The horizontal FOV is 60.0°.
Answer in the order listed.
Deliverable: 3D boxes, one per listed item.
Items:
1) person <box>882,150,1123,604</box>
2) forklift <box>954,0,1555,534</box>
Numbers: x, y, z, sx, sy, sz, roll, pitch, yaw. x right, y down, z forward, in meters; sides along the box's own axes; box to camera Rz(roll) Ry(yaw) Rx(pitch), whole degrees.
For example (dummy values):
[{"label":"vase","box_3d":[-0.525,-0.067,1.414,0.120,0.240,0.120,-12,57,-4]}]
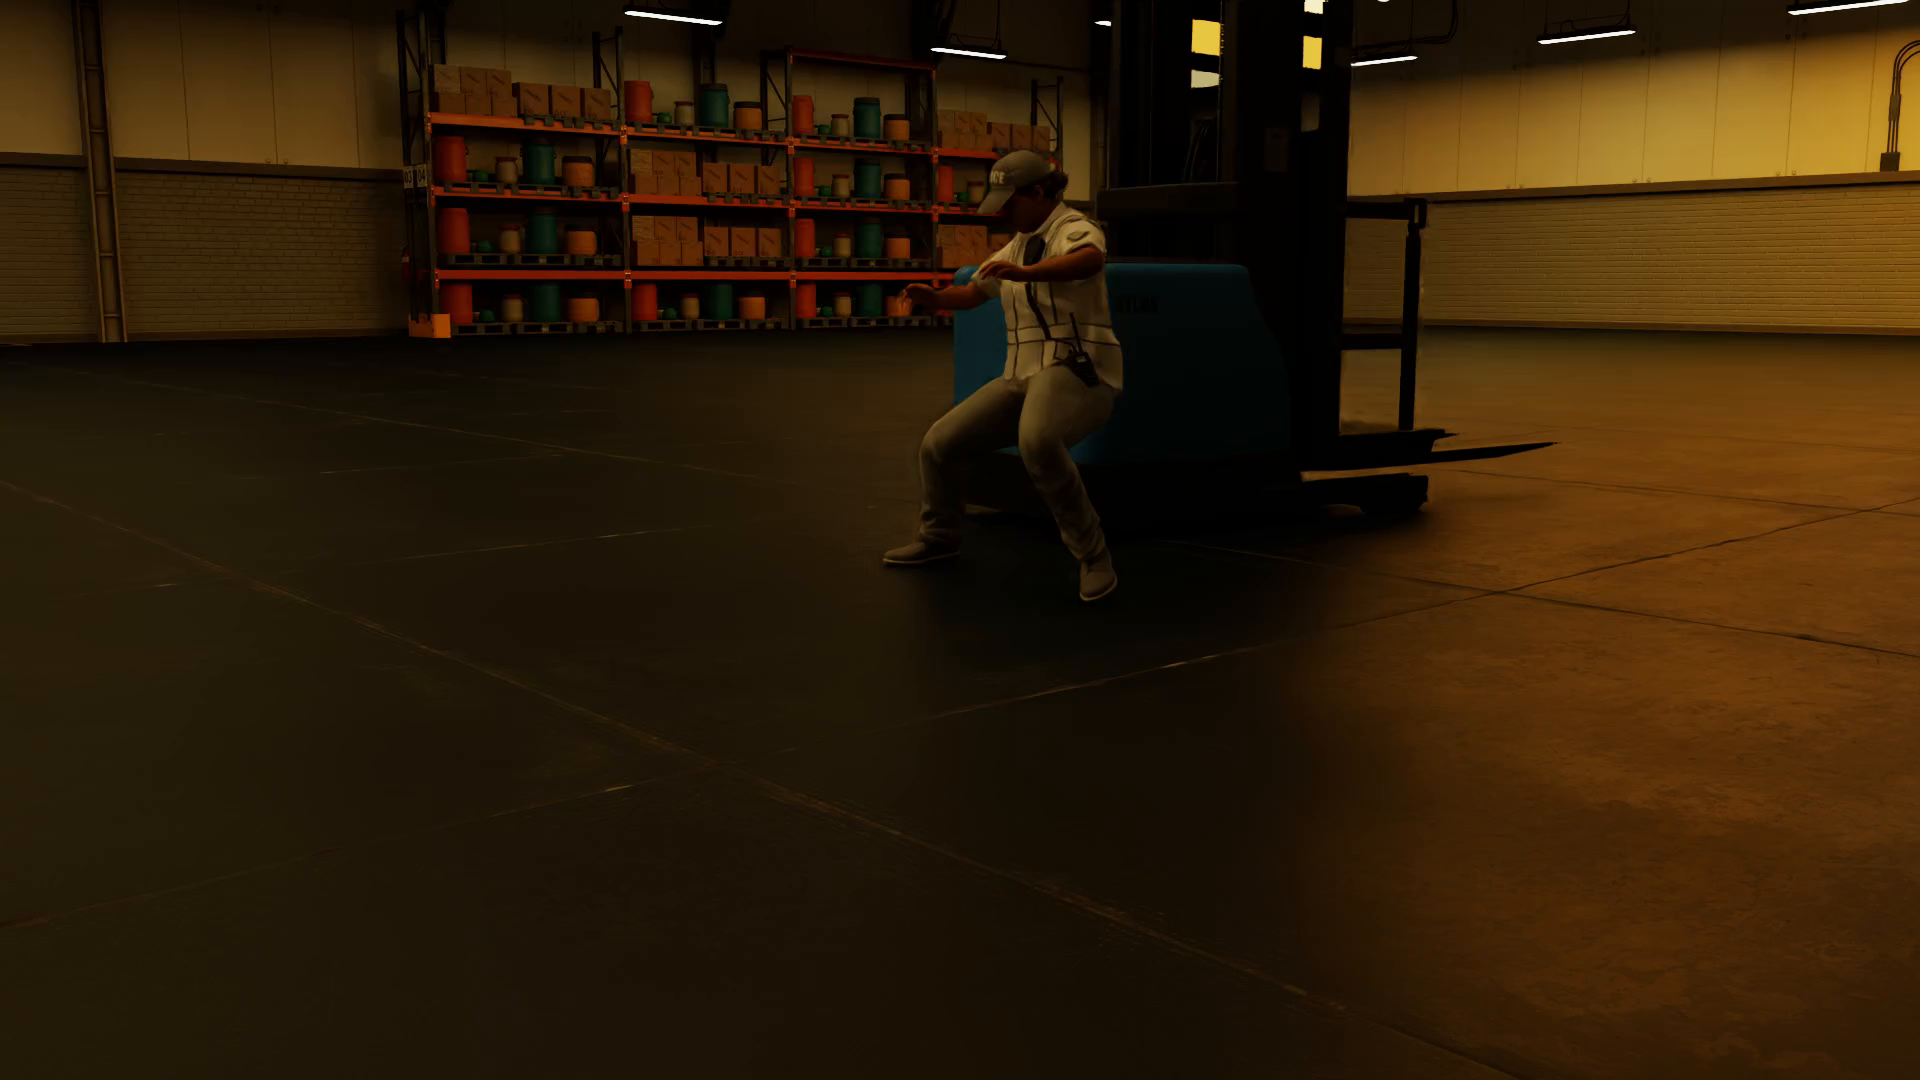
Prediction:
[{"label":"person","box_3d":[0.179,-0.563,5.504,0.701,1.428,1.092,-4,10,-22]},{"label":"forklift","box_3d":[1.472,-1.620,7.422,3.031,2.935,1.130,-6,10,-33]}]
